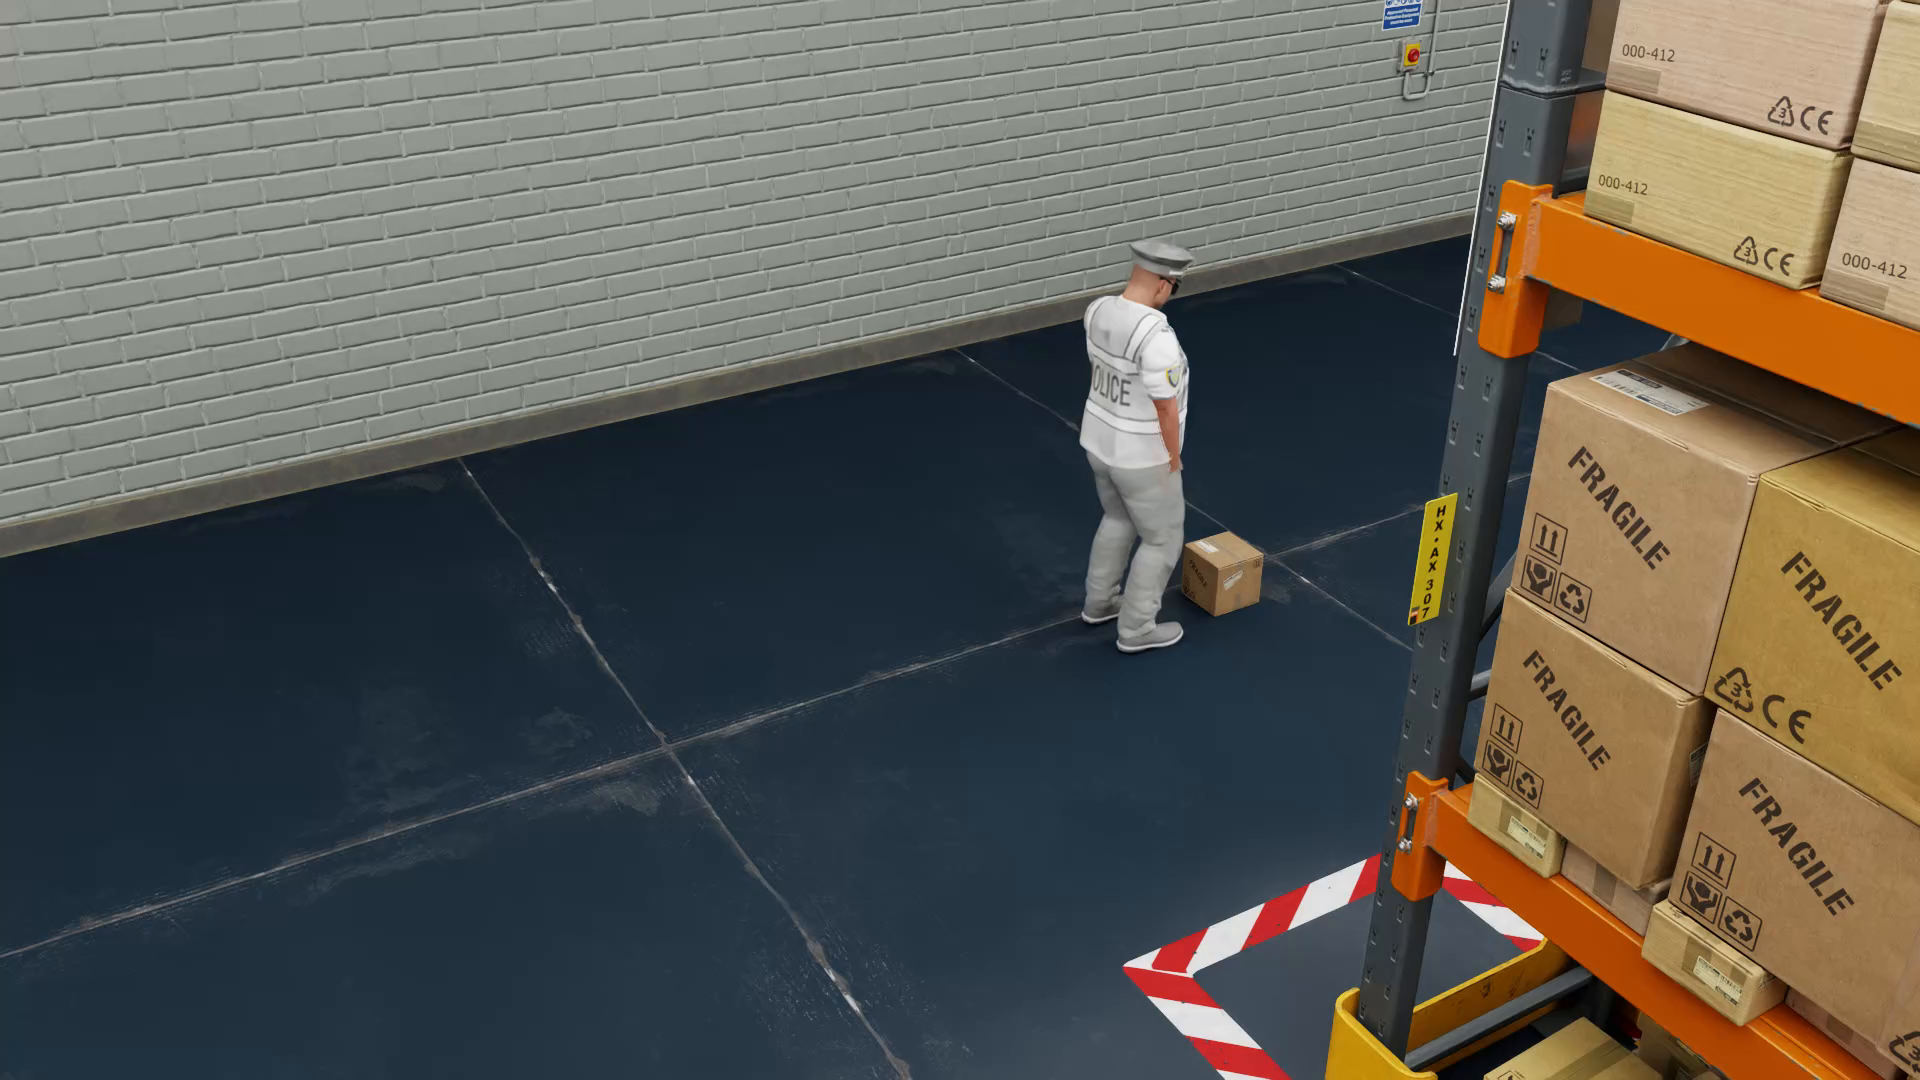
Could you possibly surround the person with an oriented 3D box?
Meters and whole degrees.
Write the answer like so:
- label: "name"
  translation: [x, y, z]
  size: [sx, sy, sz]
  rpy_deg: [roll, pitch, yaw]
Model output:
- label: "person"
  translation: [0.711, -0.377, 6.837]
  size: [0.407, 1.729, 0.540]
  rpy_deg: [-15, 32, -25]
